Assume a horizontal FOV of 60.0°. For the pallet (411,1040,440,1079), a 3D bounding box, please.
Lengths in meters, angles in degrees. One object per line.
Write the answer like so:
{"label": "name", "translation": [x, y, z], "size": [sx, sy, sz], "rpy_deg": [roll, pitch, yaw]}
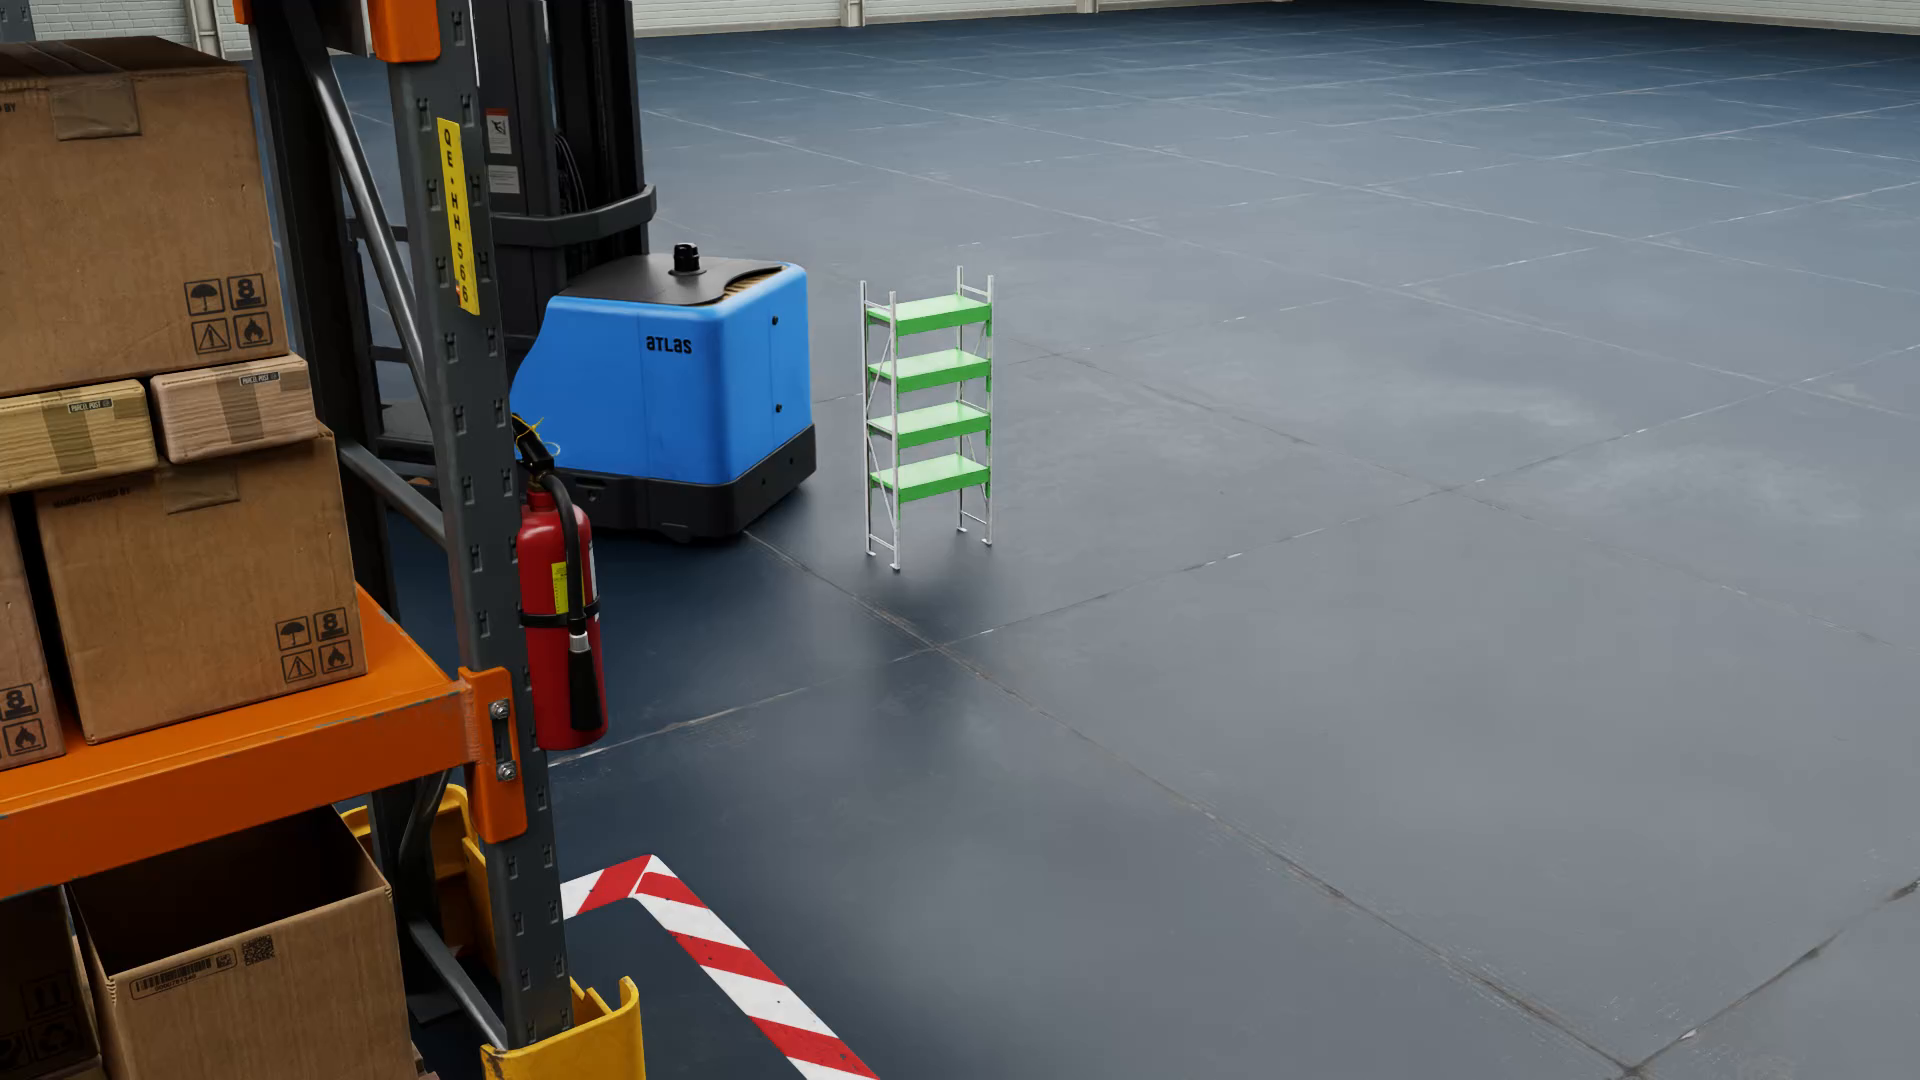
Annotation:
{"label": "pallet", "translation": [-1.764, 1.401, 3.599], "size": [1.213, 0.211, 1.003], "rpy_deg": [-15, 26, -33]}

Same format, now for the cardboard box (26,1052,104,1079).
{"label": "cardboard box", "translation": [-2.136, 1.169, 3.564], "size": [0.500, 0.250, 0.500], "rpy_deg": [-15, 26, -33]}

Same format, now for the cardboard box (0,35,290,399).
{"label": "cardboard box", "translation": [-1.597, -0.612, 2.998], "size": [0.500, 0.500, 0.700], "rpy_deg": [-15, 26, -33]}

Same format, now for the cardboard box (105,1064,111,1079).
{"label": "cardboard box", "translation": [-1.430, 1.215, 3.447], "size": [0.500, 0.250, 0.500], "rpy_deg": [-15, 26, -33]}

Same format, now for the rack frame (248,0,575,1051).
{"label": "rack frame", "translation": [-1.167, -0.072, 3.529], "size": [0.127, 3.000, 1.000], "rpy_deg": [-15, 26, -33]}

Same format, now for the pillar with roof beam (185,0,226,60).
{"label": "pillar with roof beam", "translation": [-9.346, -10.437, 21.410], "size": [0.400, 9.000, 9.100], "rpy_deg": [-15, 26, -33]}

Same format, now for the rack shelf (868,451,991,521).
{"label": "rack shelf", "translation": [-0.134, -0.239, 7.197], "size": [0.480, 0.148, 0.258], "rpy_deg": [-15, 26, -33]}

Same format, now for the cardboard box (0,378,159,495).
{"label": "cardboard box", "translation": [-1.578, -0.222, 2.896], "size": [0.250, 0.149, 0.380], "rpy_deg": [-14, 26, -32]}

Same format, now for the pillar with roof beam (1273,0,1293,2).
{"label": "pillar with roof beam", "translation": [10.136, -15.632, 34.429], "size": [0.400, 9.000, 9.100], "rpy_deg": [-15, 26, -33]}

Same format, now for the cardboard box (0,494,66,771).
{"label": "cardboard box", "translation": [-1.977, 0.094, 2.978], "size": [0.500, 0.500, 0.700], "rpy_deg": [-14, 26, -31]}

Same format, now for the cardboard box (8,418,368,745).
{"label": "cardboard box", "translation": [-1.554, -0.021, 3.267], "size": [0.500, 0.500, 0.700], "rpy_deg": [-15, 26, -33]}

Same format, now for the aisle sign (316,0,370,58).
{"label": "aisle sign", "translation": [-1.293, -1.386, 3.314], "size": [0.004, 0.787, 0.394], "rpy_deg": [-15, 26, -33]}

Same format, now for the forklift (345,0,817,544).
{"label": "forklift", "translation": [-2.270, -1.656, 7.593], "size": [3.031, 2.935, 1.130], "rpy_deg": [7, 23, 17]}

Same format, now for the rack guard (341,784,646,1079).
{"label": "rack guard", "translation": [-1.148, 1.084, 4.005], "size": [0.348, 0.500, 1.175], "rpy_deg": [-15, 26, -33]}

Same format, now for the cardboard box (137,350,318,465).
{"label": "cardboard box", "translation": [-1.366, -0.279, 3.039], "size": [0.250, 0.149, 0.380], "rpy_deg": [-15, 26, -34]}

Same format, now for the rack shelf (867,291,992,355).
{"label": "rack shelf", "translation": [-0.134, -0.908, 6.930], "size": [0.480, 0.148, 0.258], "rpy_deg": [-15, 26, -33]}

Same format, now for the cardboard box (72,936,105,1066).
{"label": "cardboard box", "translation": [-1.733, 1.059, 3.838], "size": [0.500, 0.250, 0.500], "rpy_deg": [-15, 26, -33]}

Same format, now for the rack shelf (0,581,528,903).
{"label": "rack shelf", "translation": [-2.791, 0.695, 2.577], "size": [4.000, 0.370, 1.077], "rpy_deg": [-15, 26, -33]}

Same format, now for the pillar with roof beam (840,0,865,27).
{"label": "pillar with roof beam", "translation": [0.395, -13.035, 27.919], "size": [0.400, 9.000, 9.100], "rpy_deg": [-15, 26, -33]}

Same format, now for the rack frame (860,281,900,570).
{"label": "rack frame", "translation": [-0.332, -0.469, 6.952], "size": [0.015, 1.200, 0.240], "rpy_deg": [-15, 26, -33]}

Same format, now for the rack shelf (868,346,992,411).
{"label": "rack shelf", "translation": [-0.134, -0.685, 7.019], "size": [0.480, 0.148, 0.258], "rpy_deg": [-15, 26, -33]}

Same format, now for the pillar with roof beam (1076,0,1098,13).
{"label": "pillar with roof beam", "translation": [5.265, -14.333, 31.174], "size": [0.400, 9.000, 9.100], "rpy_deg": [-15, 26, -33]}

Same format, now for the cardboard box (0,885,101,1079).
{"label": "cardboard box", "translation": [-2.137, 0.820, 3.426], "size": [0.500, 0.500, 0.500], "rpy_deg": [-15, 26, -33]}

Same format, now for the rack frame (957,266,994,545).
{"label": "rack frame", "translation": [0.064, -0.574, 7.217], "size": [0.015, 1.200, 0.240], "rpy_deg": [-15, 26, -33]}

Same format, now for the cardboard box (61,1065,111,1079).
{"label": "cardboard box", "translation": [-1.829, 1.327, 3.167], "size": [0.500, 0.250, 0.500], "rpy_deg": [-15, 26, -33]}

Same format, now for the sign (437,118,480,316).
{"label": "sign", "translation": [-0.862, -0.553, 2.854], "size": [0.005, 0.325, 0.100], "rpy_deg": [-15, 26, -33]}

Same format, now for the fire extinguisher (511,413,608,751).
{"label": "fire extinguisher", "translation": [-0.800, 0.078, 3.257], "size": [0.183, 0.674, 0.296], "rpy_deg": [-15, 26, -33]}

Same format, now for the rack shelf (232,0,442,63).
{"label": "rack shelf", "translation": [-2.791, -0.698, 2.022], "size": [4.000, 0.370, 1.077], "rpy_deg": [-15, 26, -33]}

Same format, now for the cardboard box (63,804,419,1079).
{"label": "cardboard box", "translation": [-1.429, 0.868, 3.307], "size": [0.500, 0.500, 0.500], "rpy_deg": [-15, 26, -33]}

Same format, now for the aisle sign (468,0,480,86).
{"label": "aisle sign", "translation": [-0.942, -1.205, 2.861], "size": [0.004, 0.787, 0.394], "rpy_deg": [-15, 26, -33]}

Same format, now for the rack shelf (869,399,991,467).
{"label": "rack shelf", "translation": [-0.134, -0.462, 7.108], "size": [0.480, 0.148, 0.258], "rpy_deg": [-15, 26, -33]}

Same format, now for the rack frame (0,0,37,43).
{"label": "rack frame", "translation": [-4.057, -1.563, 7.265], "size": [0.127, 3.000, 1.000], "rpy_deg": [-15, 26, -33]}

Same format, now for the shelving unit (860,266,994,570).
{"label": "shelving unit", "translation": [-0.134, -0.521, 7.084], "size": [0.503, 1.200, 0.258], "rpy_deg": [-15, 26, -33]}
